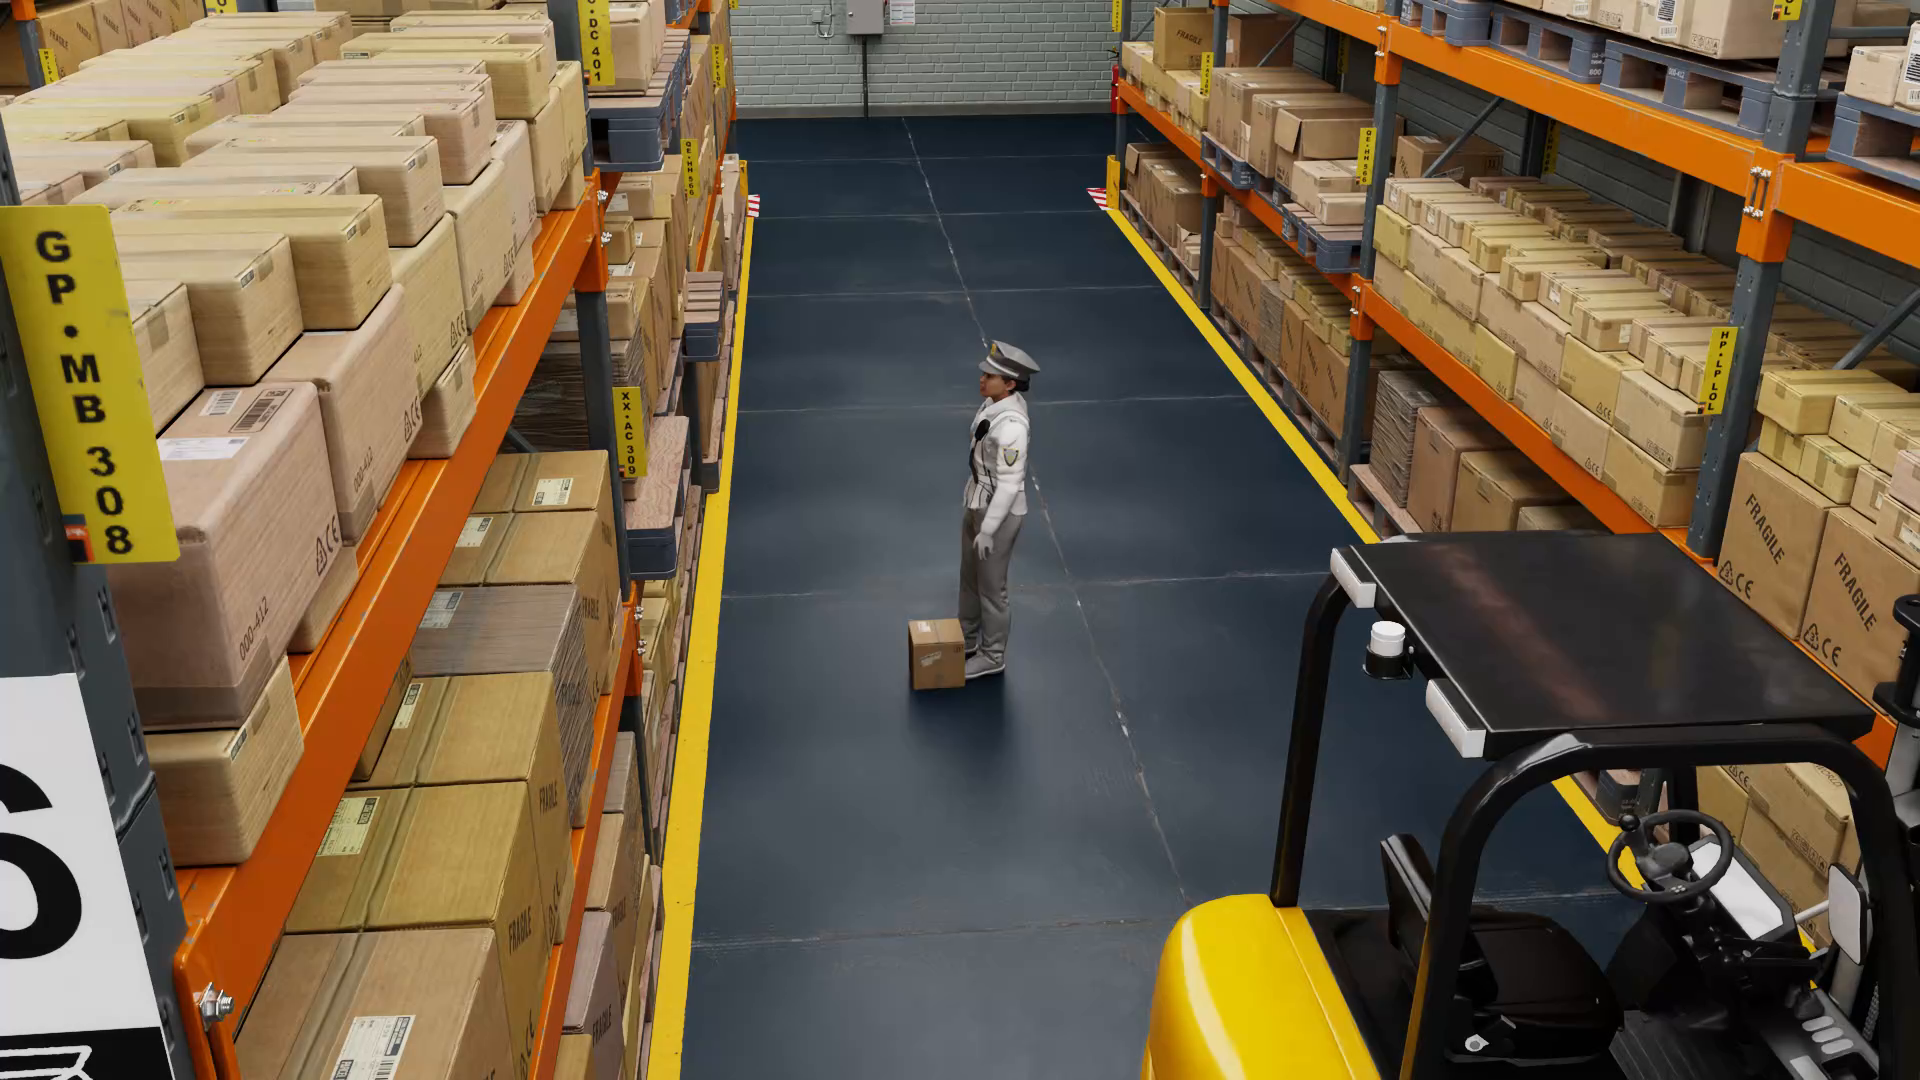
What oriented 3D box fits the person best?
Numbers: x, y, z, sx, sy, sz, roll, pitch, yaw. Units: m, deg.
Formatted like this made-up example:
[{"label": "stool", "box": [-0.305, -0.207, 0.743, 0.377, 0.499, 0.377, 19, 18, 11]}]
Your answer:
[{"label": "person", "box": [0.089, -0.134, 7.839, 0.534, 1.695, 0.581, -2, 24, -5]}]
